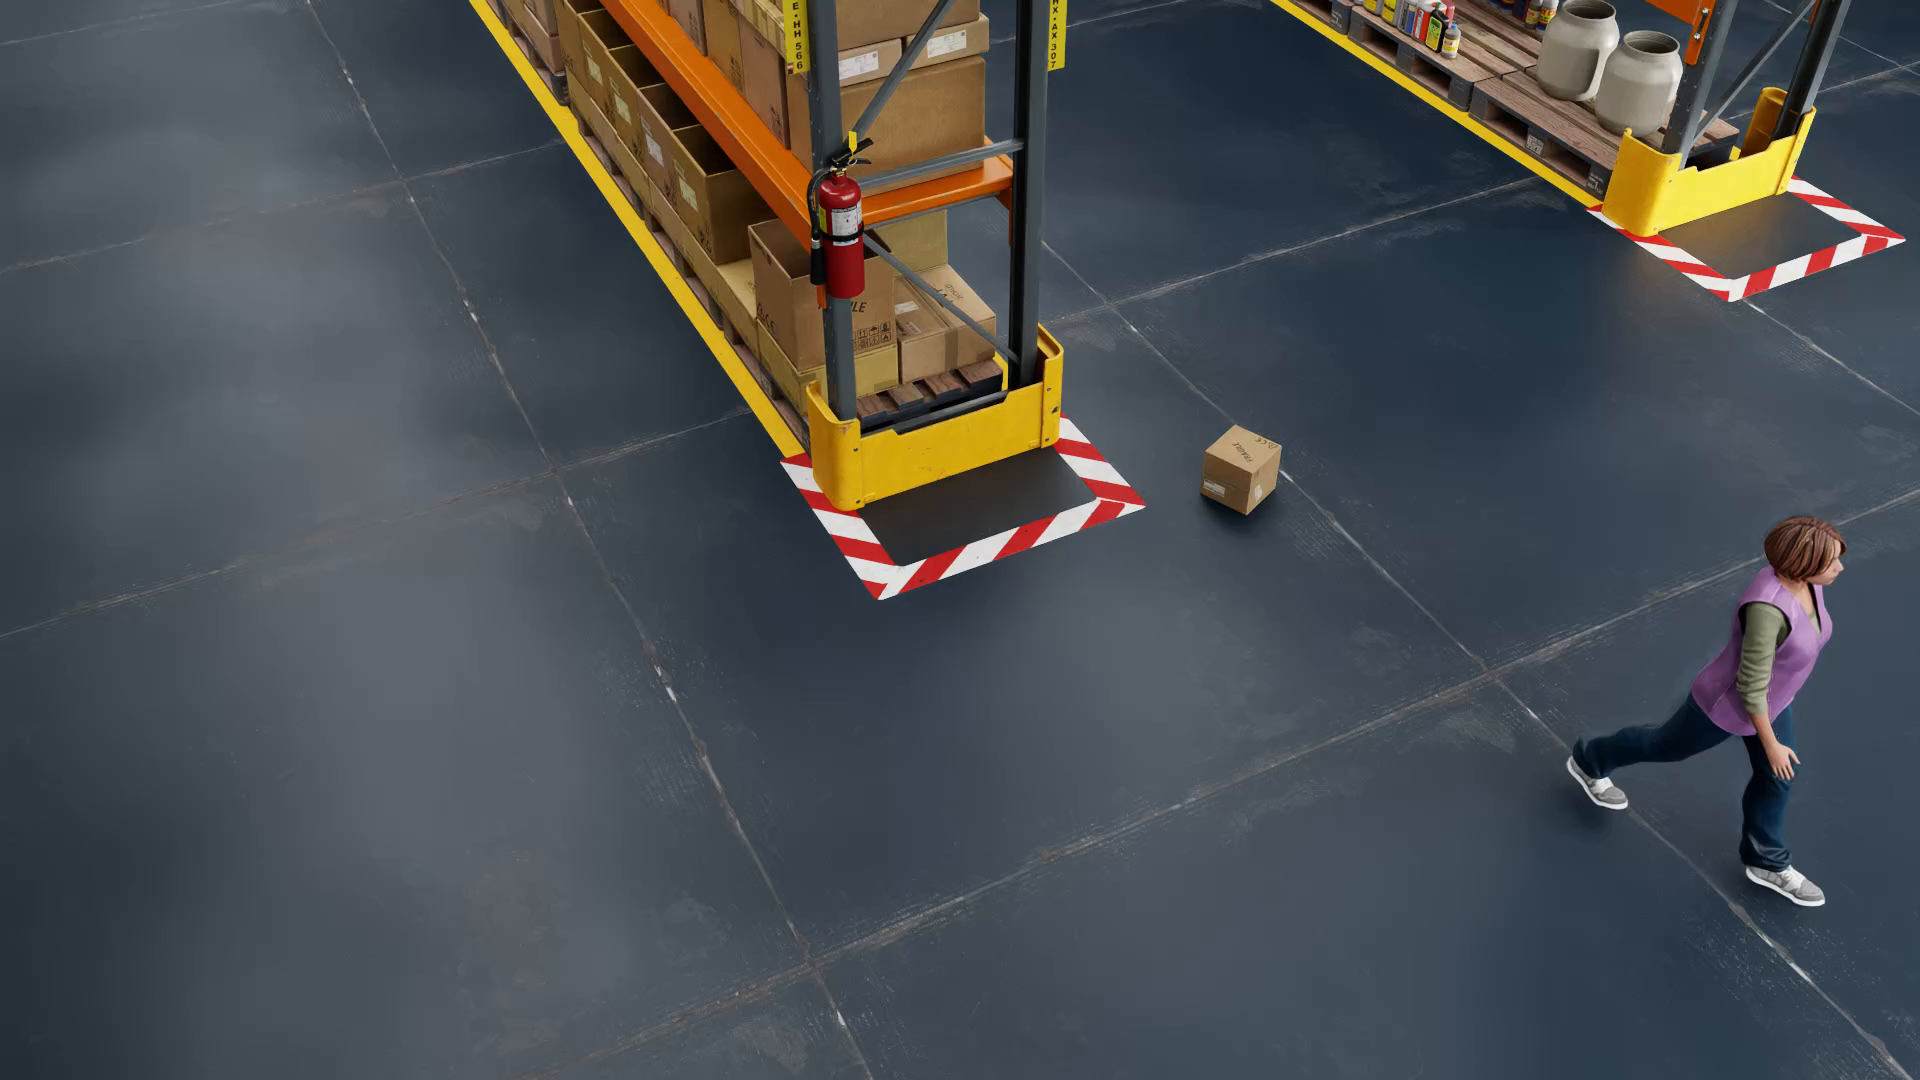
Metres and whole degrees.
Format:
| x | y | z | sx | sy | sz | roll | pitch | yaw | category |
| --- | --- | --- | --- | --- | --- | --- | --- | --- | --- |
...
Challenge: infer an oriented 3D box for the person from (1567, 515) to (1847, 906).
| x | y | z | sx | sy | sz | roll | pitch | yaw | category |
| --- | --- | --- | --- | --- | --- | --- | --- | --- | --- |
| 2.633 | 0.541 | 5.561 | 0.405 | 1.539 | 0.964 | -31 | 50 | -30 | person |
